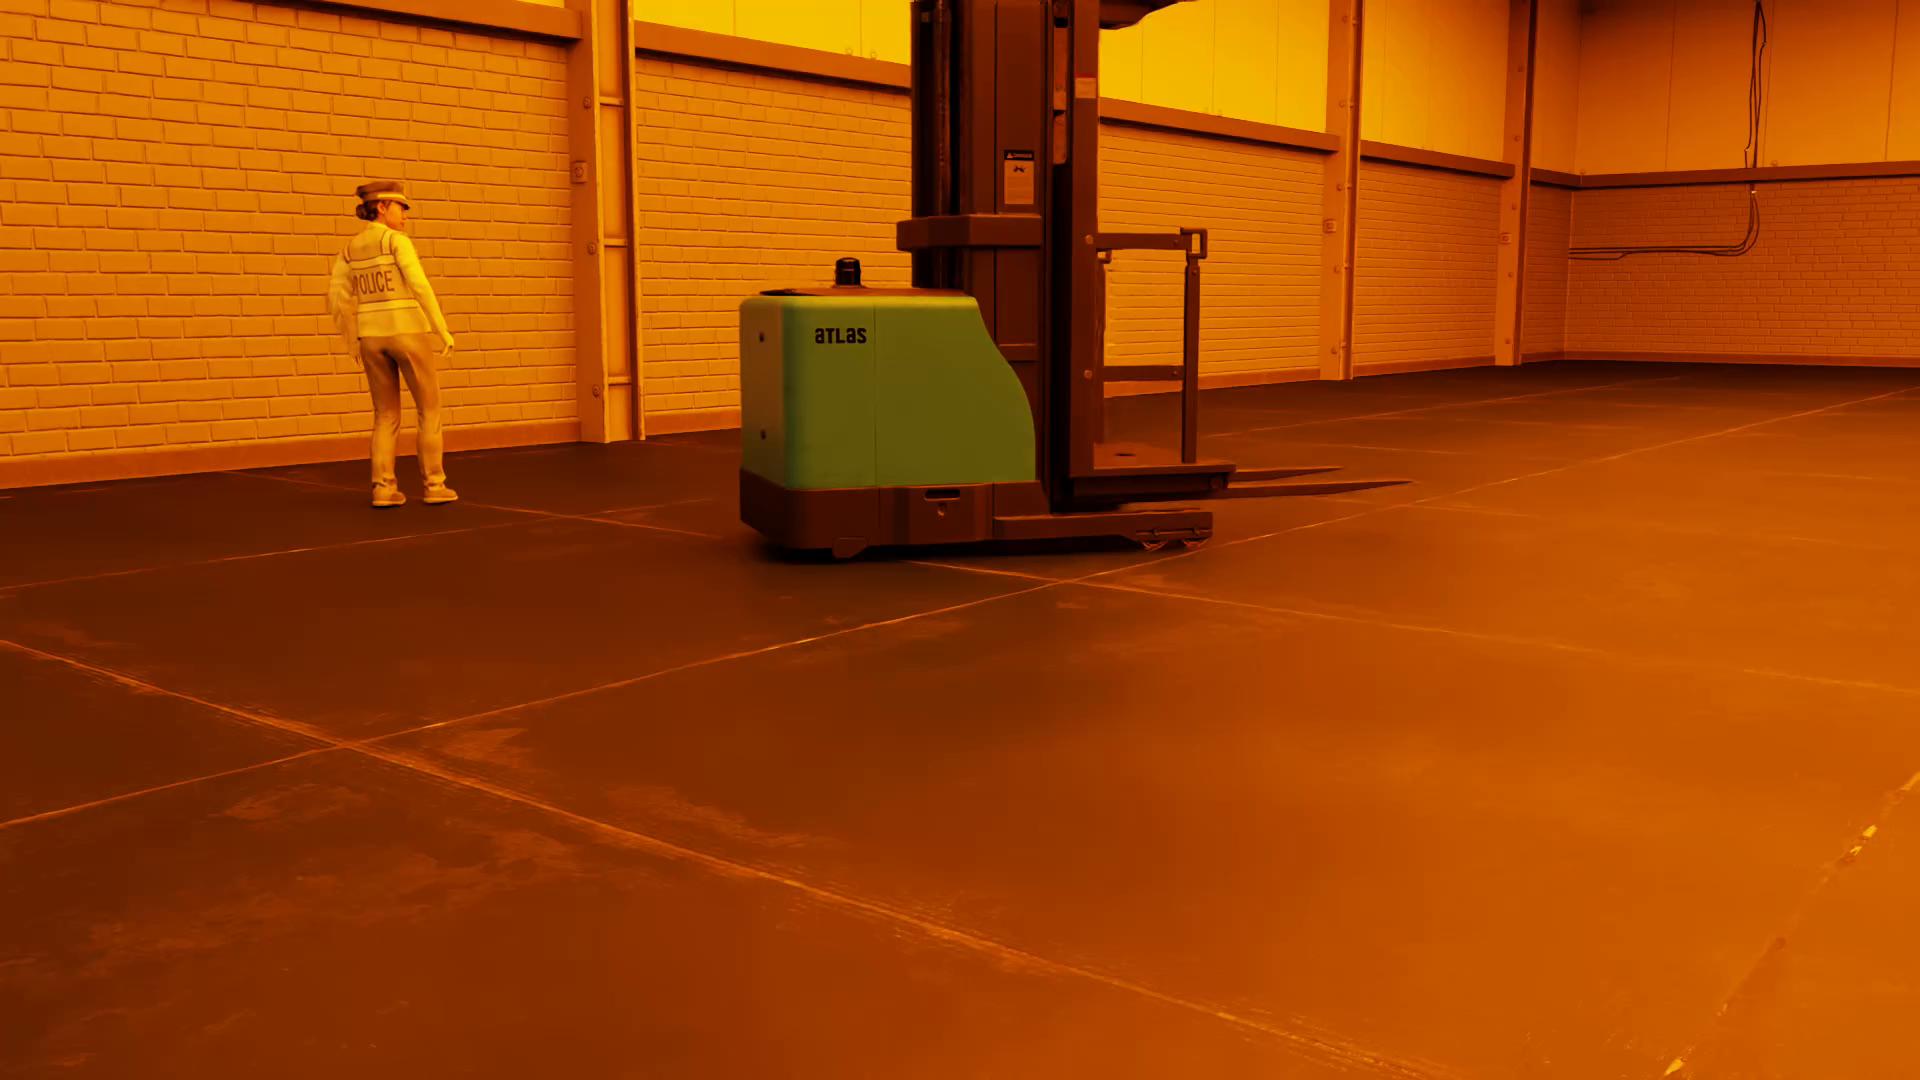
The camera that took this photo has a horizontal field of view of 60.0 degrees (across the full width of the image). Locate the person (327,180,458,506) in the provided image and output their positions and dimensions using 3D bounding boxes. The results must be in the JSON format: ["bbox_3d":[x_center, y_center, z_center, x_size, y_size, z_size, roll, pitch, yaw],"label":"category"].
[{"bbox_3d":[-2.896,-1.009,8.591,0.687,1.658,0.459,2,9,14],"label":"person"}]

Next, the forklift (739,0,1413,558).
[{"bbox_3d":[0.577,-1.480,7.399,3.031,2.935,1.130,-3,9,-19],"label":"forklift"}]
